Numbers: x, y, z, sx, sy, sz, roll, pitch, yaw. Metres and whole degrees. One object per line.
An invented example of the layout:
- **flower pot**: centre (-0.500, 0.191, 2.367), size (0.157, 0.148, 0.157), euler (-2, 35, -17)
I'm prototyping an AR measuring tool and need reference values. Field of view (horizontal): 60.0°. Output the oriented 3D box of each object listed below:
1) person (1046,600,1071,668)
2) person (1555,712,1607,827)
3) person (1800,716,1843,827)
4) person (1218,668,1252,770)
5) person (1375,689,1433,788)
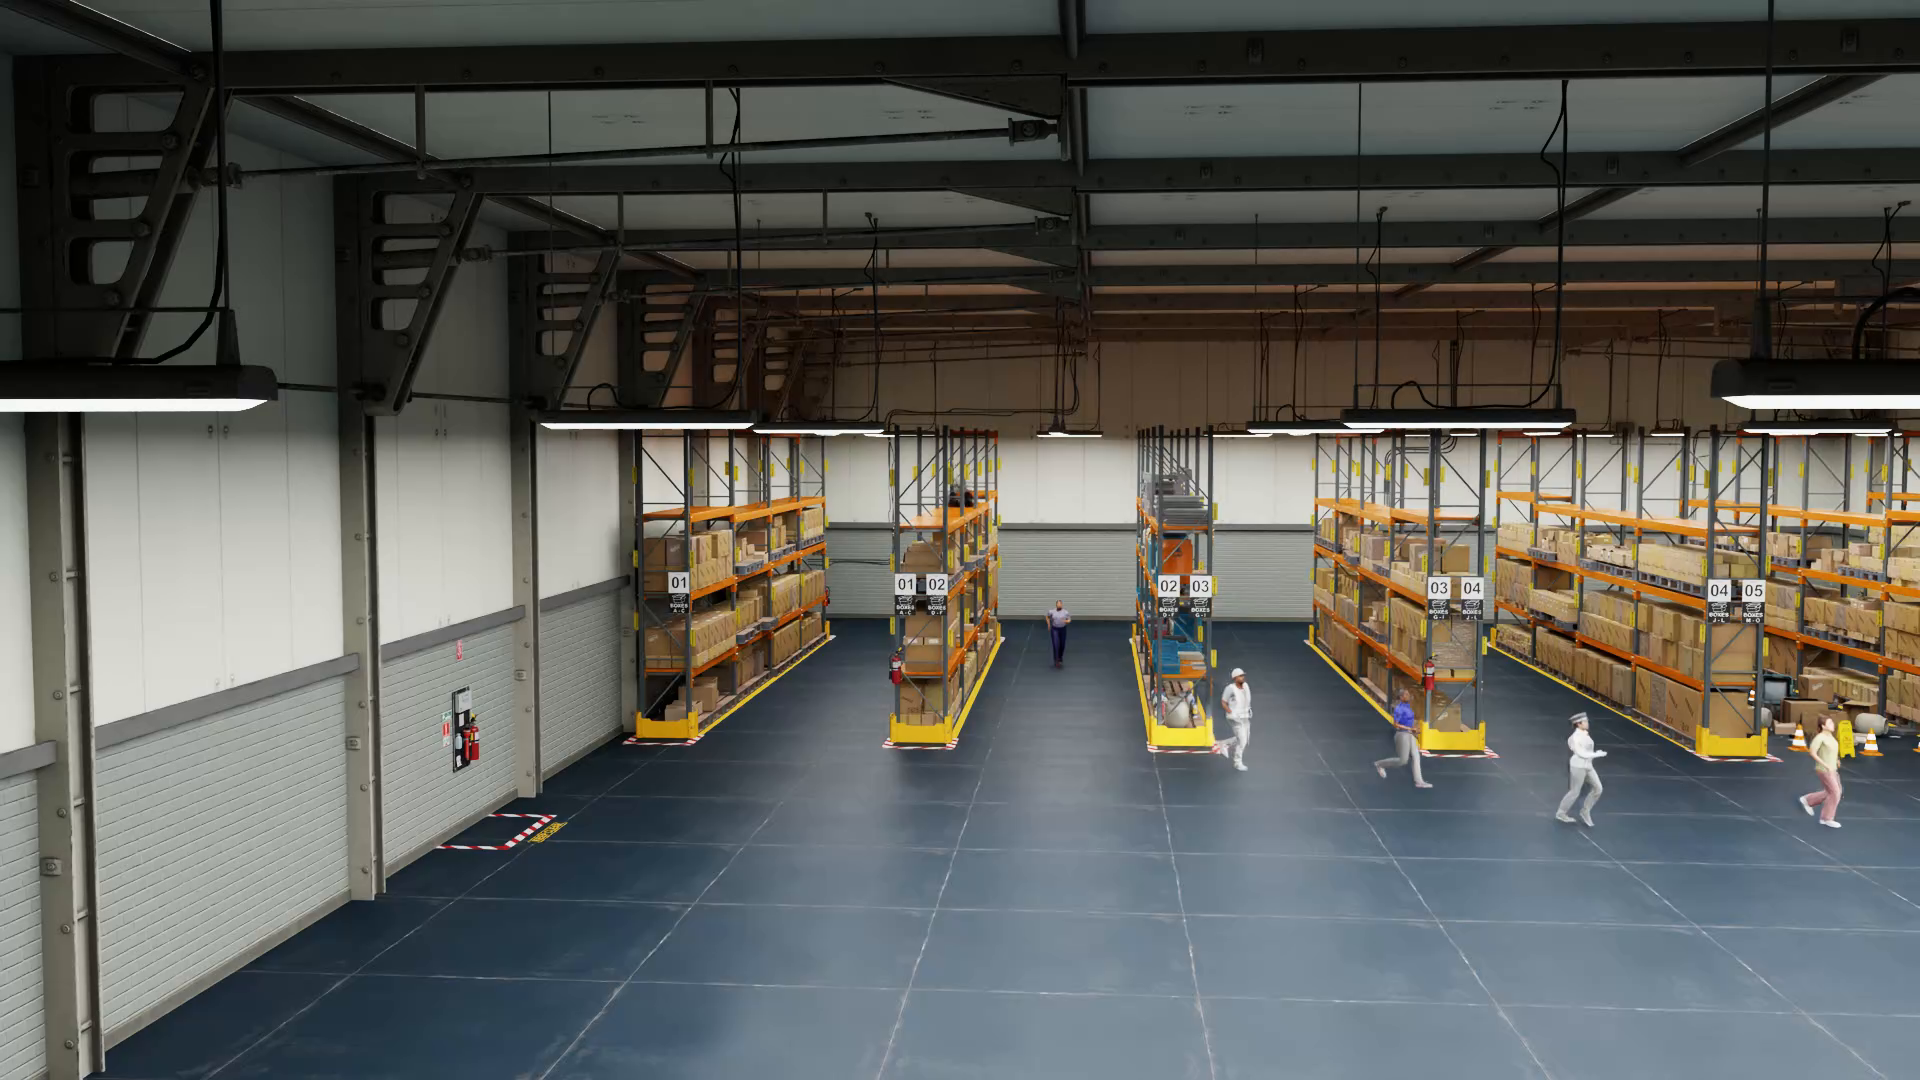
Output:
- **person**: centre (2.511, 2.349, 42.188), size (0.596, 1.663, 0.888), euler (0, 3, -6)
- **person**: centre (9.214, 3.398, 24.637), size (0.703, 1.725, 0.579), euler (3, 4, 36)
- **person**: centre (12.835, 3.431, 24.767), size (0.577, 1.627, 0.580), euler (-3, 5, -44)
- **person**: centre (4.781, 3.108, 29.066), size (0.688, 1.770, 0.674), euler (-3, 5, -42)
- **person**: centre (7.341, 3.262, 27.421), size (0.945, 1.604, 0.595), euler (2, 4, 34)
